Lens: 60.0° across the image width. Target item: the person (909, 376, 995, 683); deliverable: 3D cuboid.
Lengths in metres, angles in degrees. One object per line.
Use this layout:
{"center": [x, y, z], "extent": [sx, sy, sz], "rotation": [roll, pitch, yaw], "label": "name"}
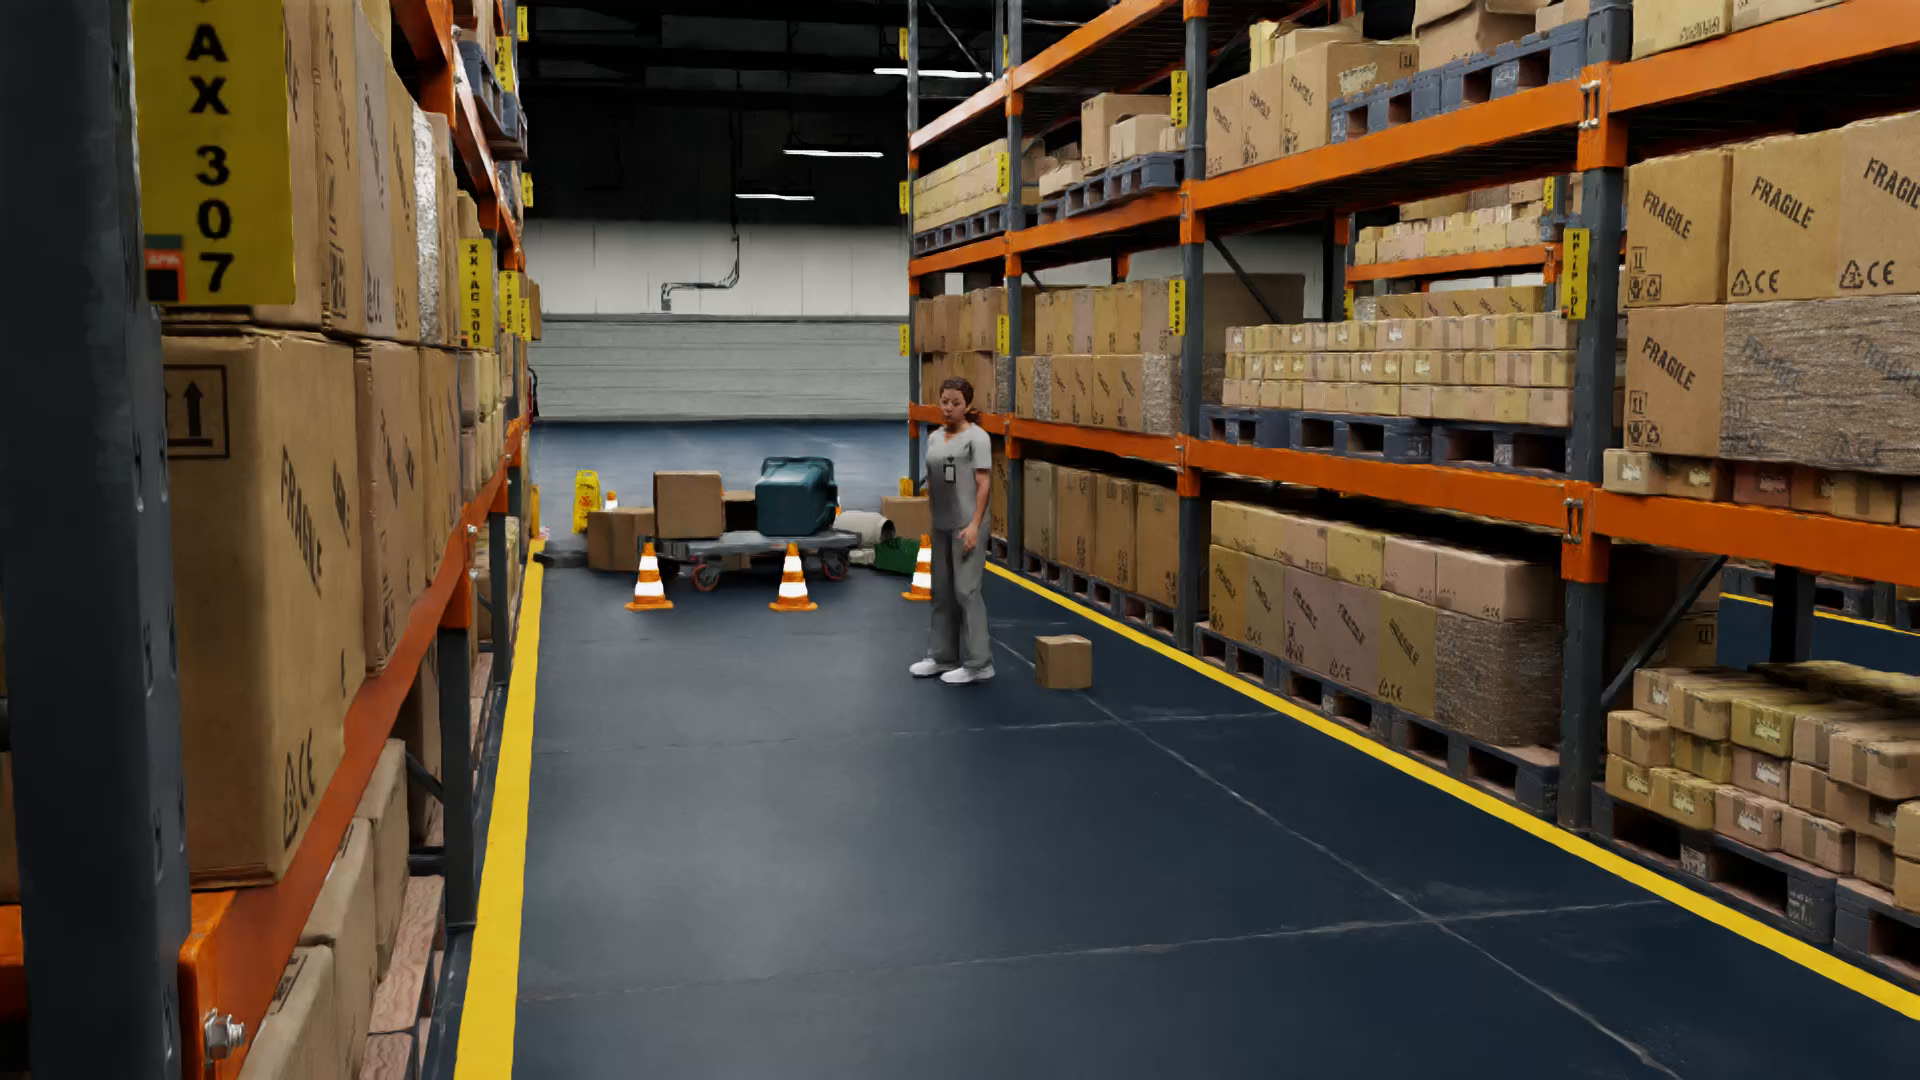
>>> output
{"center": [-0.030, -0.057, 9.150], "extent": [0.512, 1.672, 0.349], "rotation": [6, 8, 43], "label": "person"}
